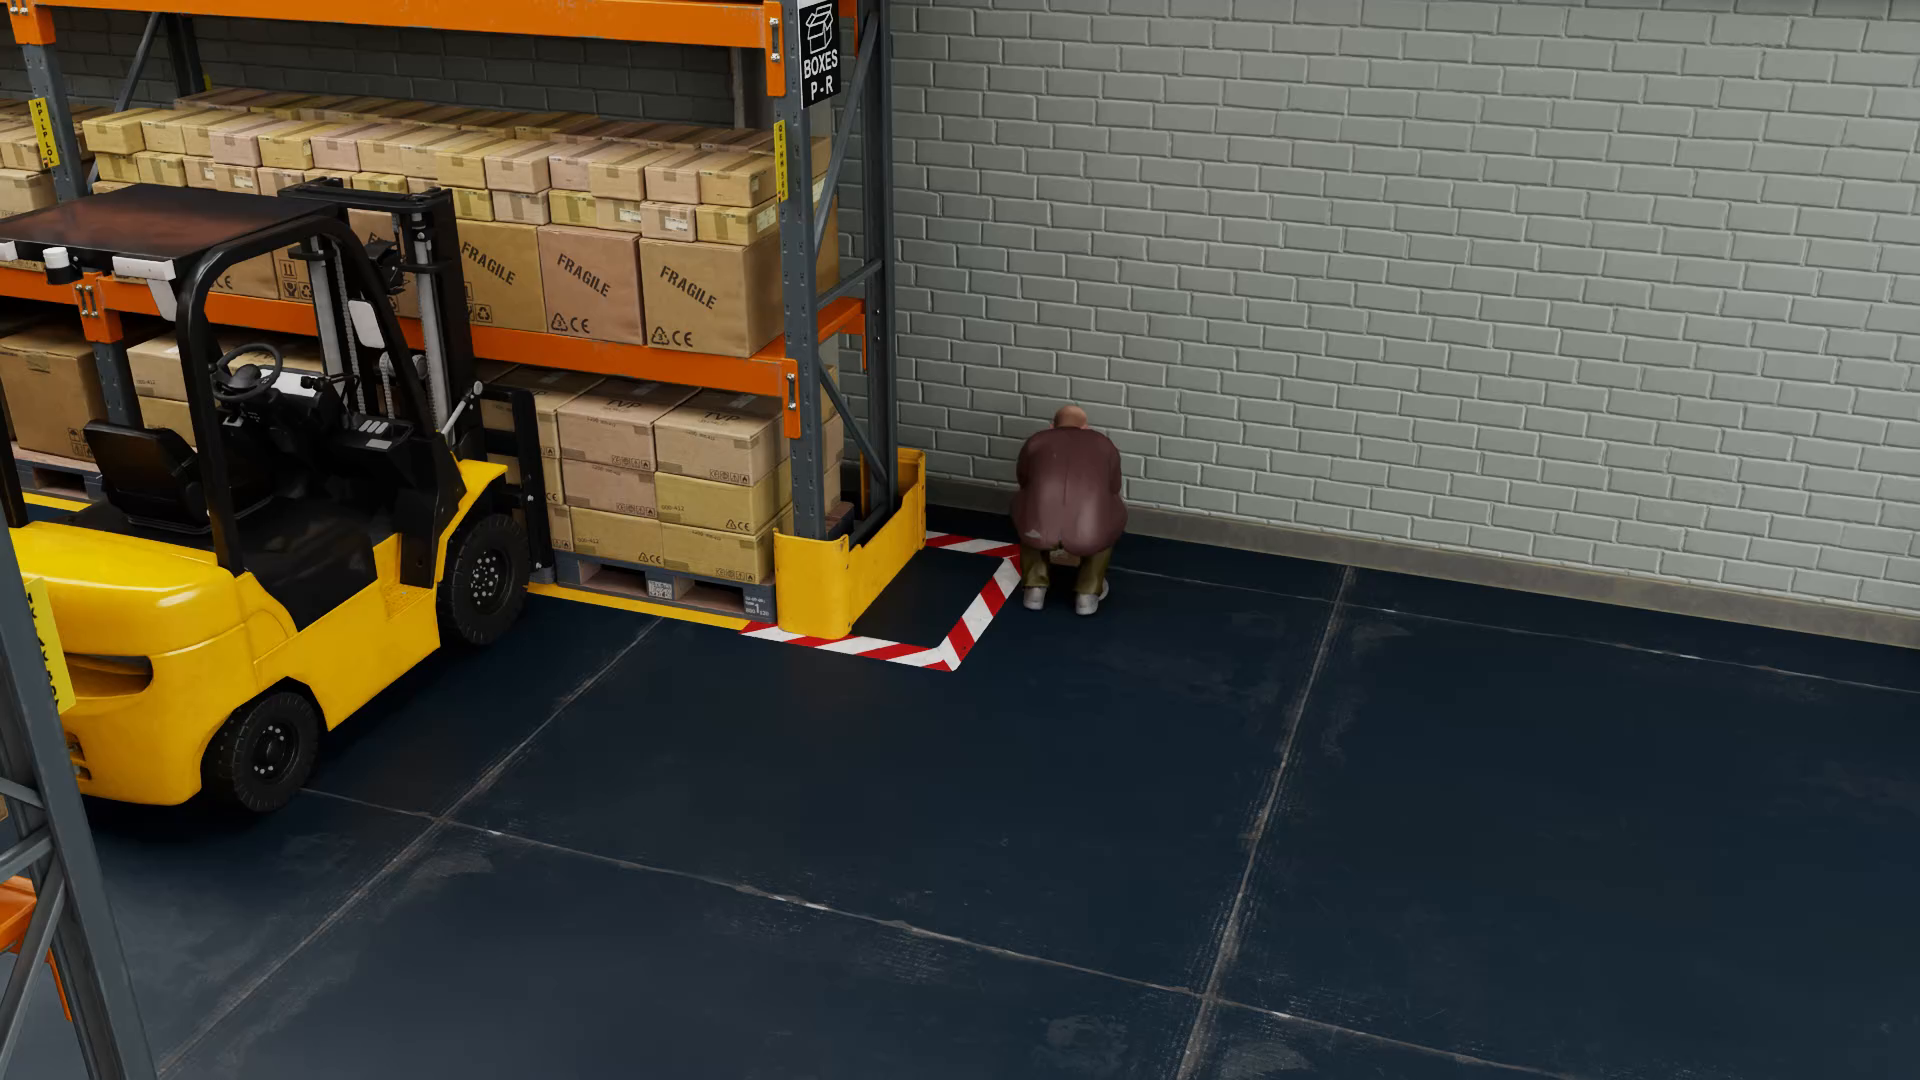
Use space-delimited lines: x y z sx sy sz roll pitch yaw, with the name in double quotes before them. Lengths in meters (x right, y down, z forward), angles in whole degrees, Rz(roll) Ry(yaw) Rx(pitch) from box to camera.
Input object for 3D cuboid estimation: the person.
"person" 0.534 -0.111 8.085 0.578 0.831 0.918 5 26 10
